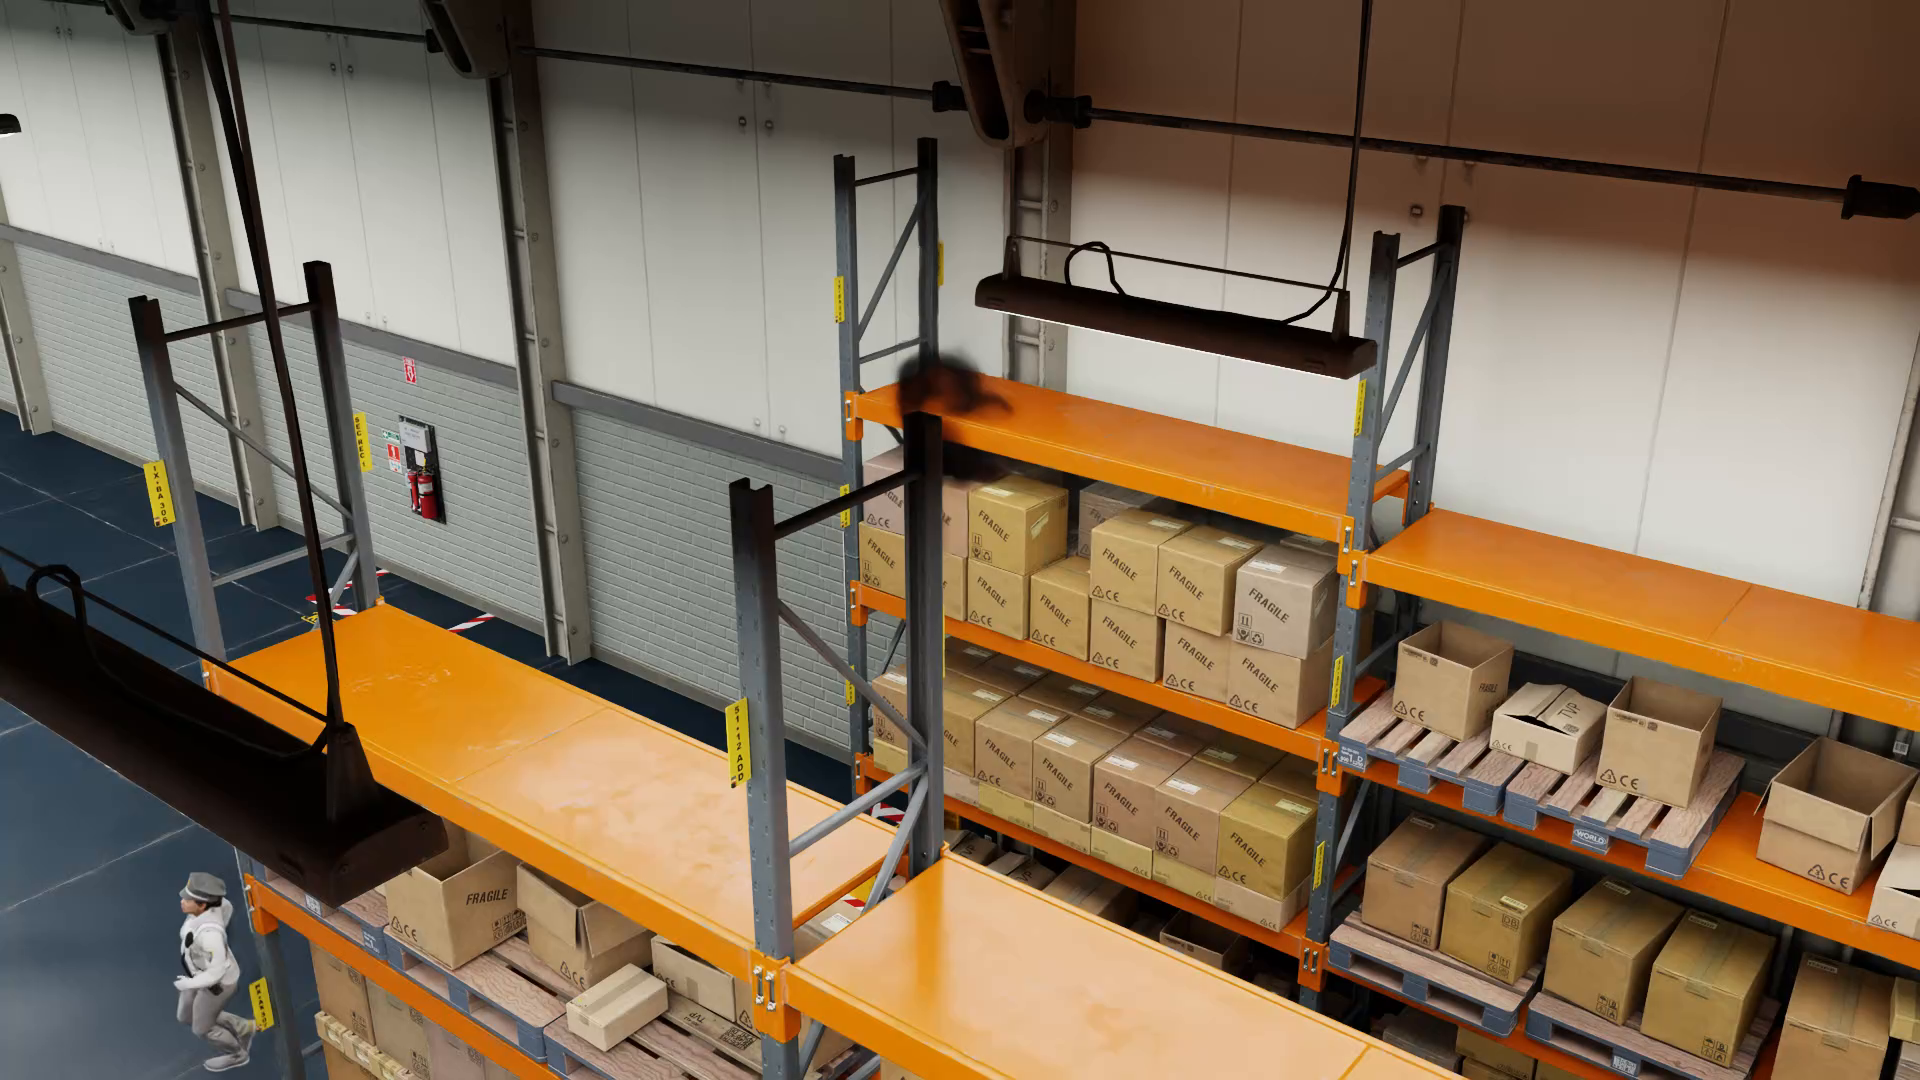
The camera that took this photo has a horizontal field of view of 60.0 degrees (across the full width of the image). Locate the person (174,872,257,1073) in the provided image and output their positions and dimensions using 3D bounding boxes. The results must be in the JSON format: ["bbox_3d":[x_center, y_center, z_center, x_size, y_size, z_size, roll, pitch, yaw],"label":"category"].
[{"bbox_3d":[-4.929,2.874,10.914,0.470,1.614,0.657,-13,26,-27],"label":"person"}]
